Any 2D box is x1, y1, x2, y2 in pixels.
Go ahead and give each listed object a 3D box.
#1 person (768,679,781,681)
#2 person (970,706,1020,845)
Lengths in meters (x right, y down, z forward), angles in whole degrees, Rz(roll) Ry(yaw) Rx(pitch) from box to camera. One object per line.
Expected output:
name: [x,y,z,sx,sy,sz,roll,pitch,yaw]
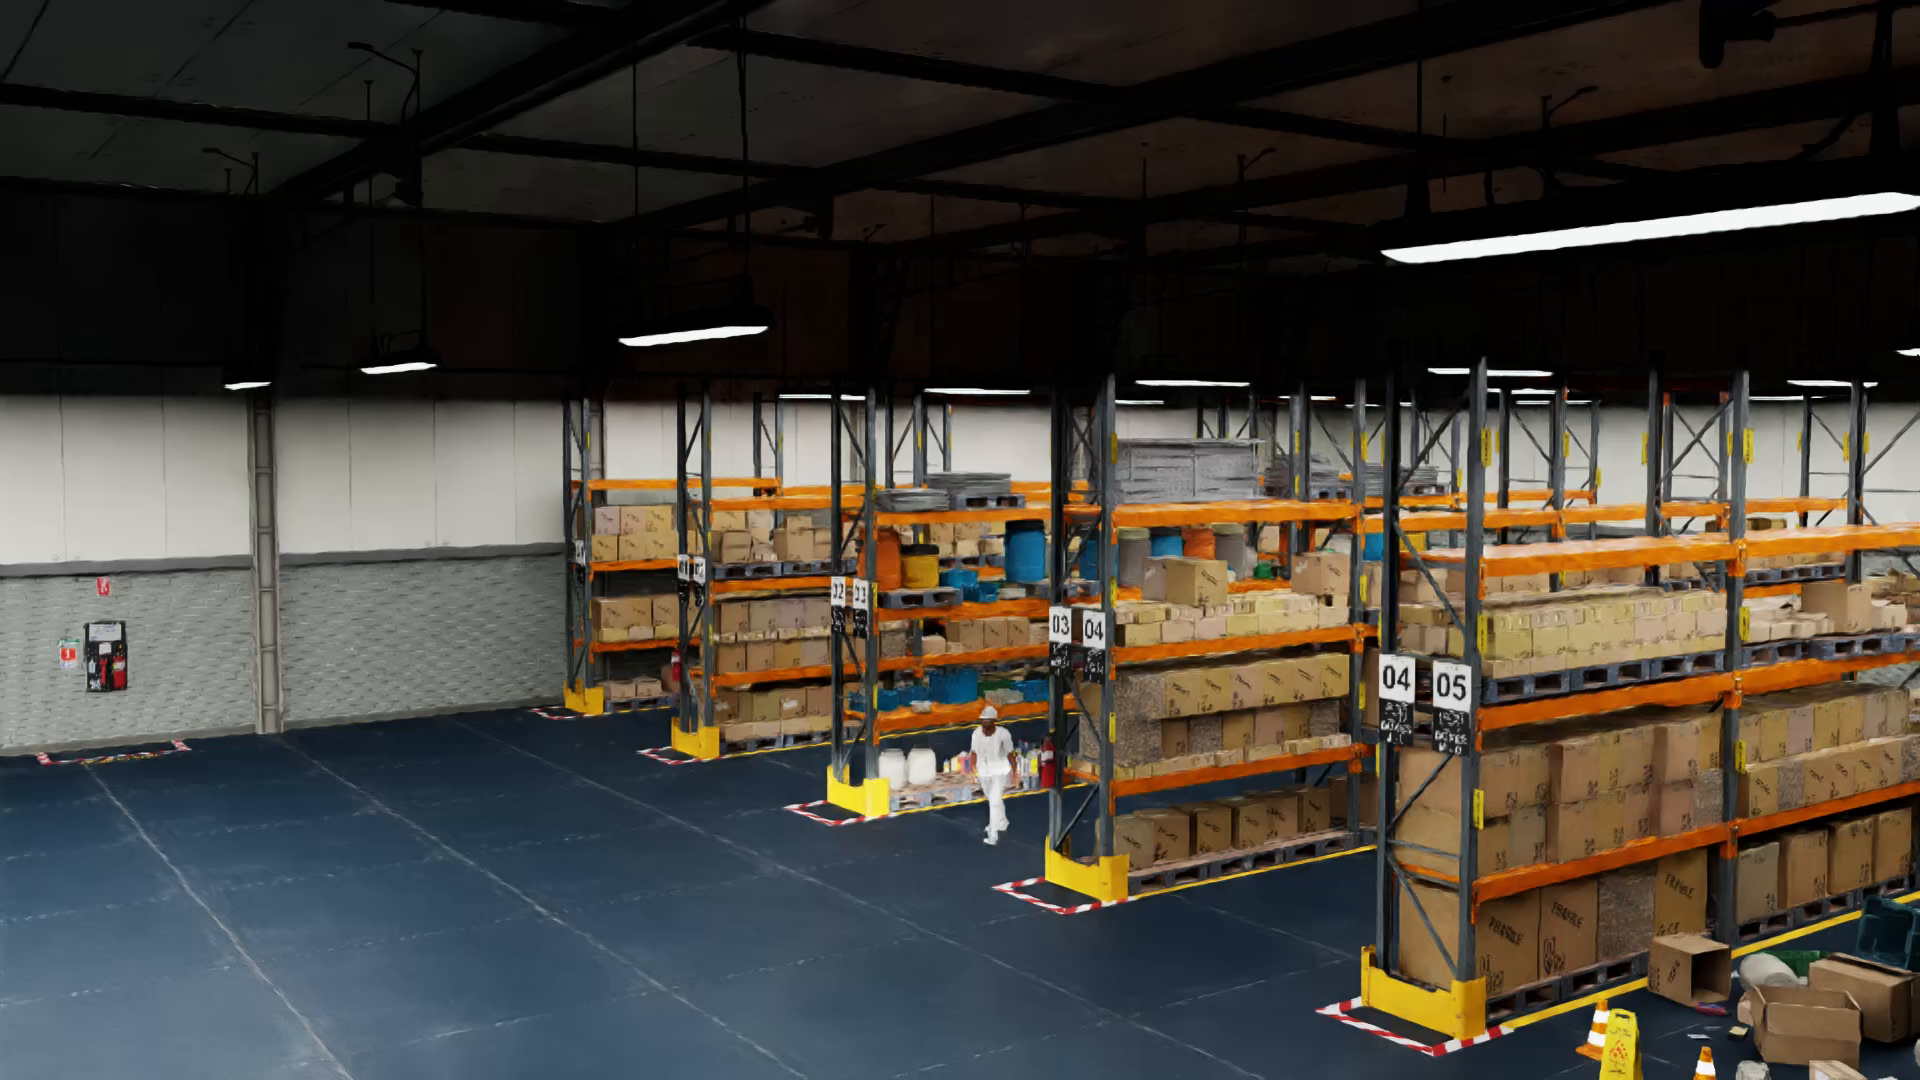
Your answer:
person: [-3.389,2.467,29.490,1.090,1.583,0.497,-2,4,-32]
person: [0.398,2.957,21.120,0.621,1.725,0.956,2,4,33]
